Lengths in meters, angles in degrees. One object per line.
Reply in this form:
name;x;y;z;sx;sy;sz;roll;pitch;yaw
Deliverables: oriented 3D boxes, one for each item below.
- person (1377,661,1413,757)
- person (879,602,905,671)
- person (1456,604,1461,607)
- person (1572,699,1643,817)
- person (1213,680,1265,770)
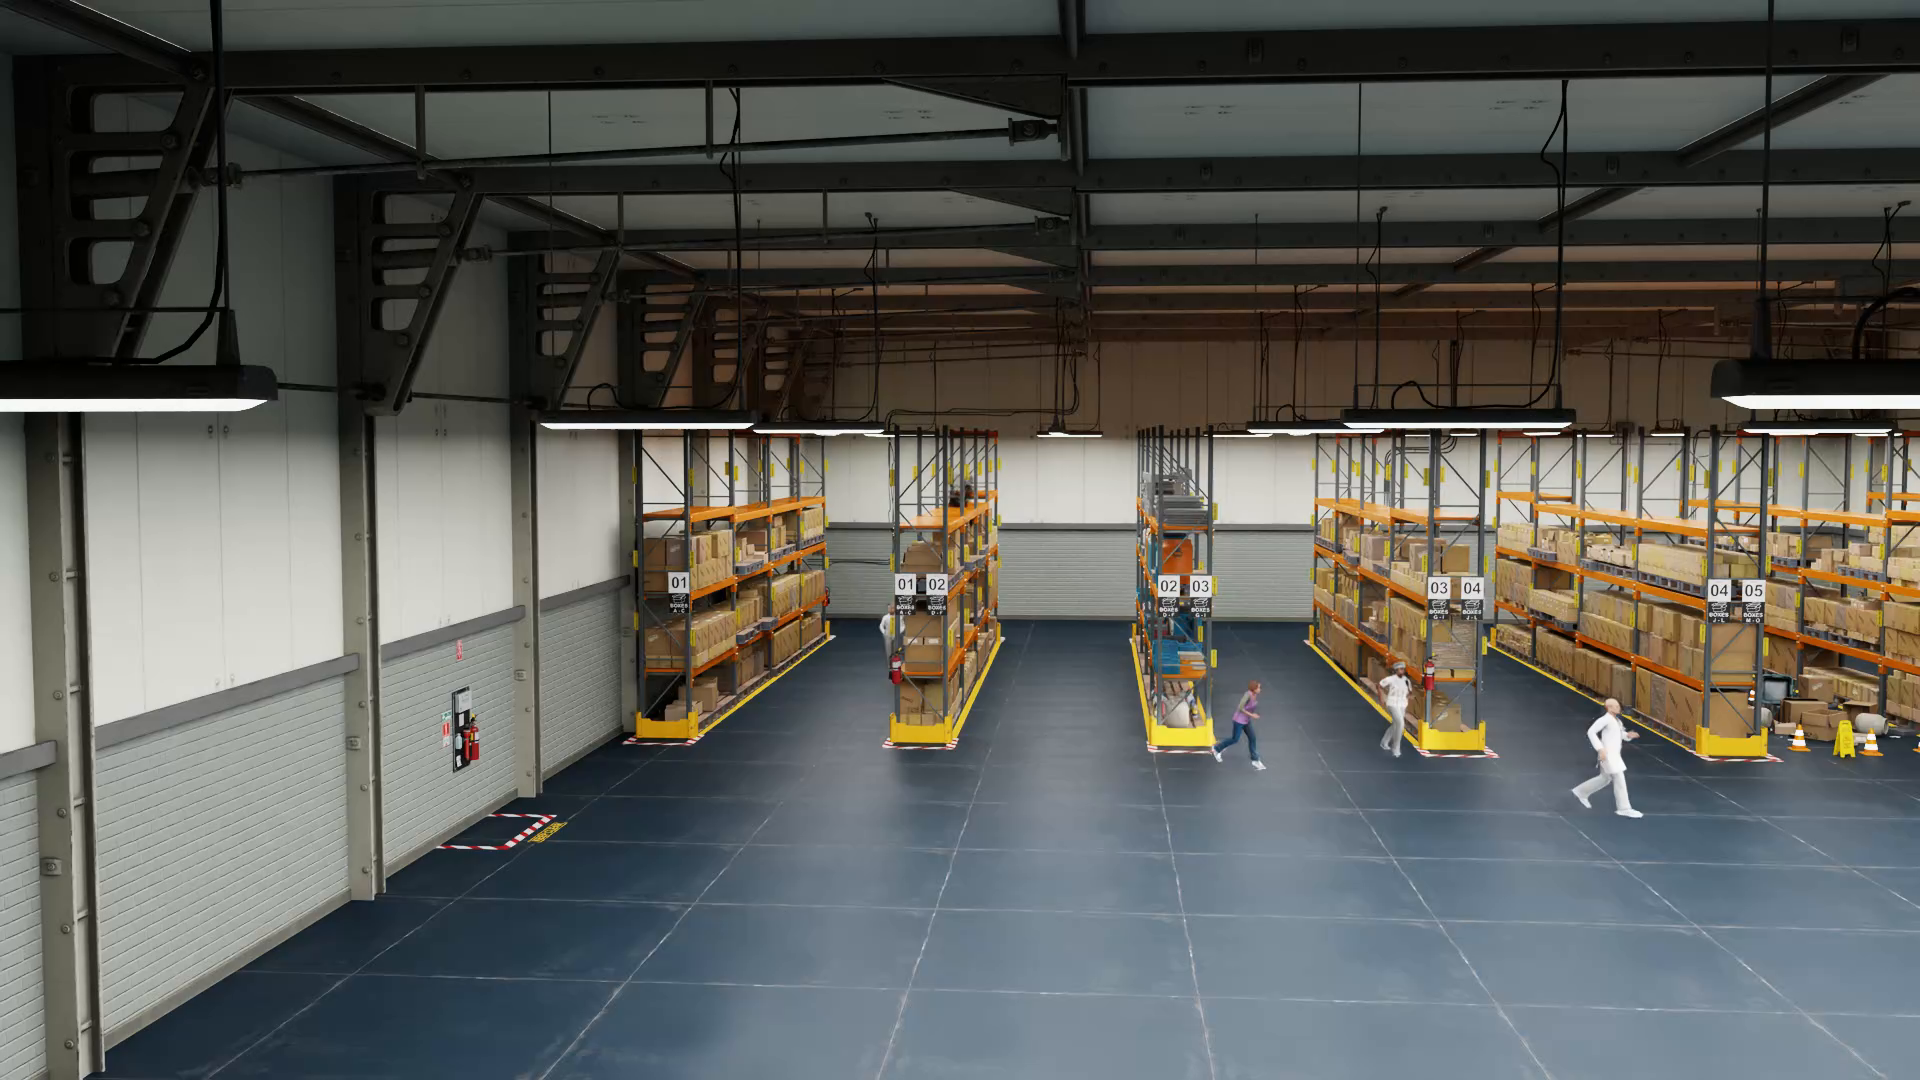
person;7.961;3.064;30.359;0.578;1.726;0.694;-2;4;-29
person;-1.581;2.277;38.686;0.611;1.661;0.527;0;3;1
person;13.654;2.150;46.769;0.770;1.524;0.632;-3;4;-38
person;9.845;3.283;25.275;1.048;1.762;0.704;2;4;33
person;4.893;3.204;29.052;0.993;1.531;0.579;2;4;30
